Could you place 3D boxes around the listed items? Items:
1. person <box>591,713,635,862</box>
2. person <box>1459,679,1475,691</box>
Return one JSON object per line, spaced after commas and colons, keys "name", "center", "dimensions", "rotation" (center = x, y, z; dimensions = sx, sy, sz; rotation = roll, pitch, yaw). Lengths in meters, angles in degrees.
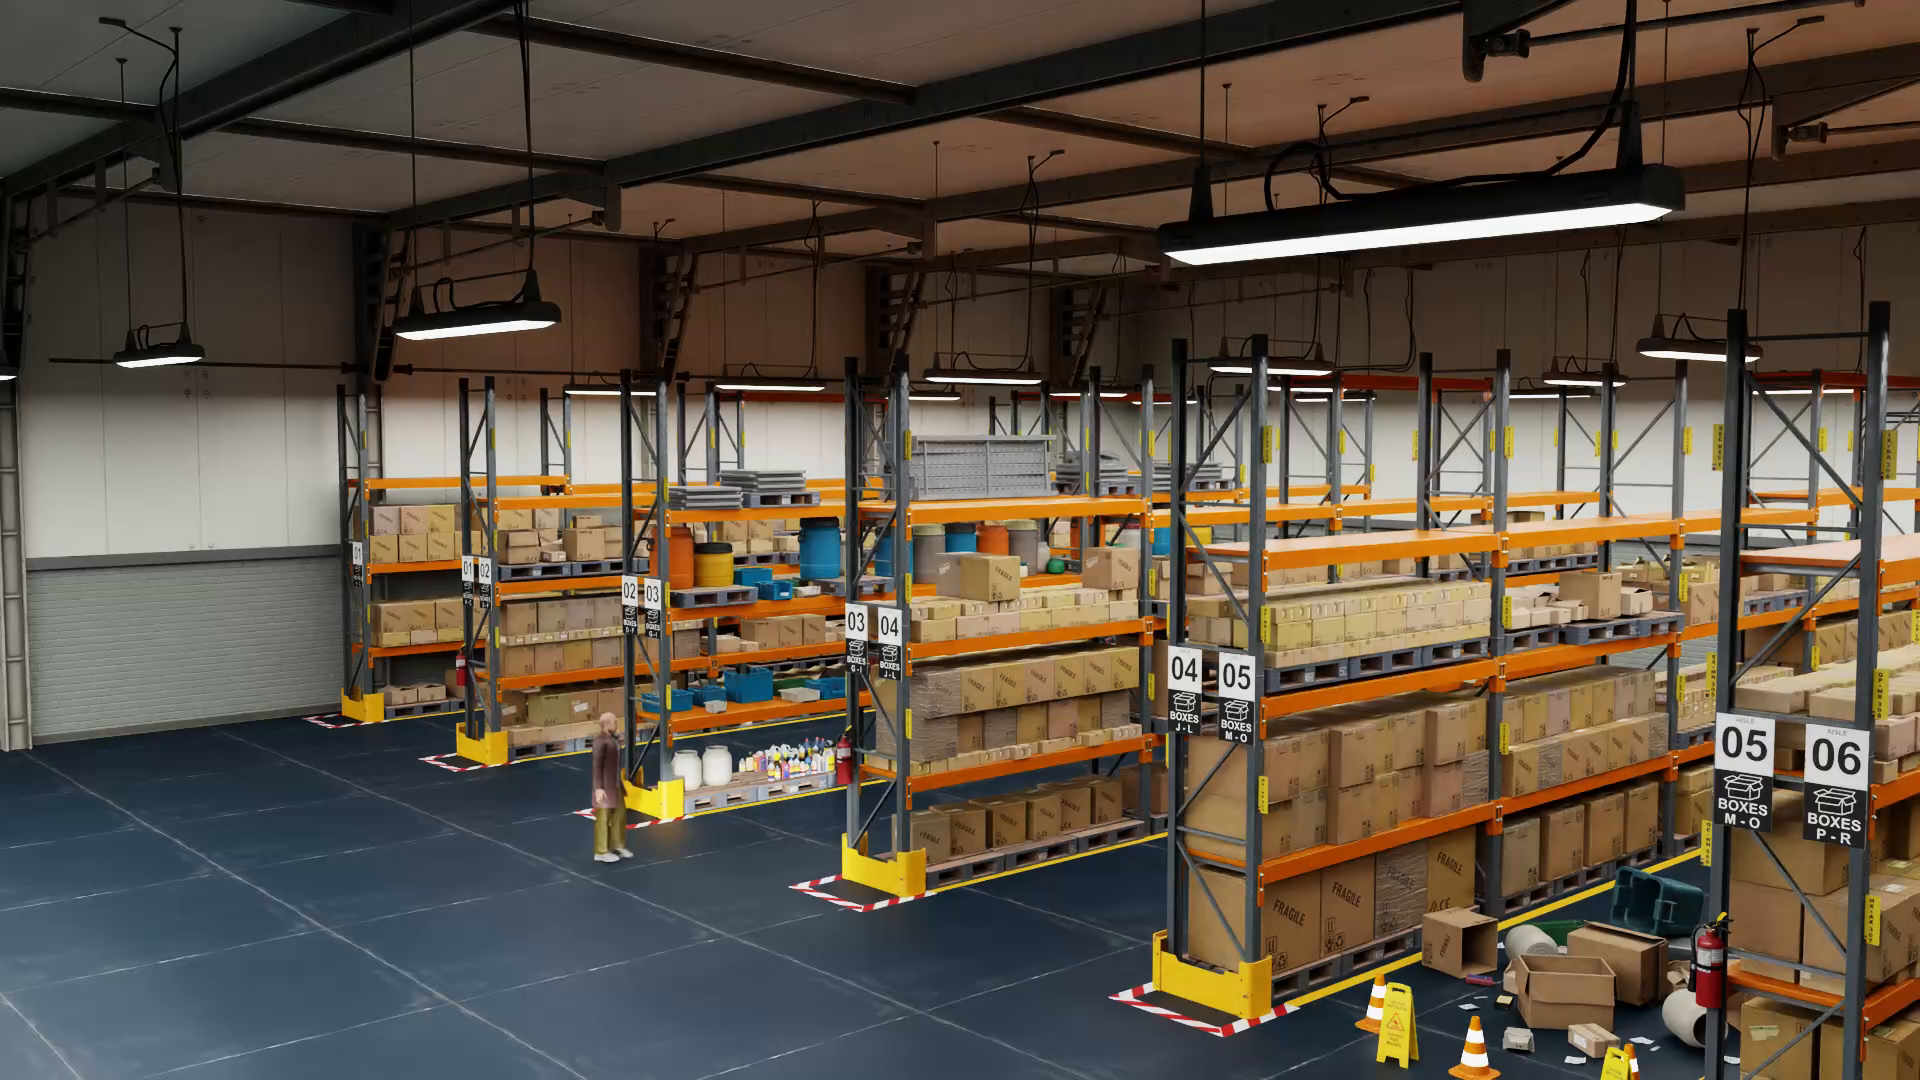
{"name": "person", "center": [-4.201, 2.987, 19.980], "dimensions": [0.427, 1.823, 0.661], "rotation": [1, 4, 10]}
{"name": "person", "center": [7.089, 2.743, 23.611], "dimensions": [0.565, 1.766, 0.576], "rotation": [1, 4, 16]}
